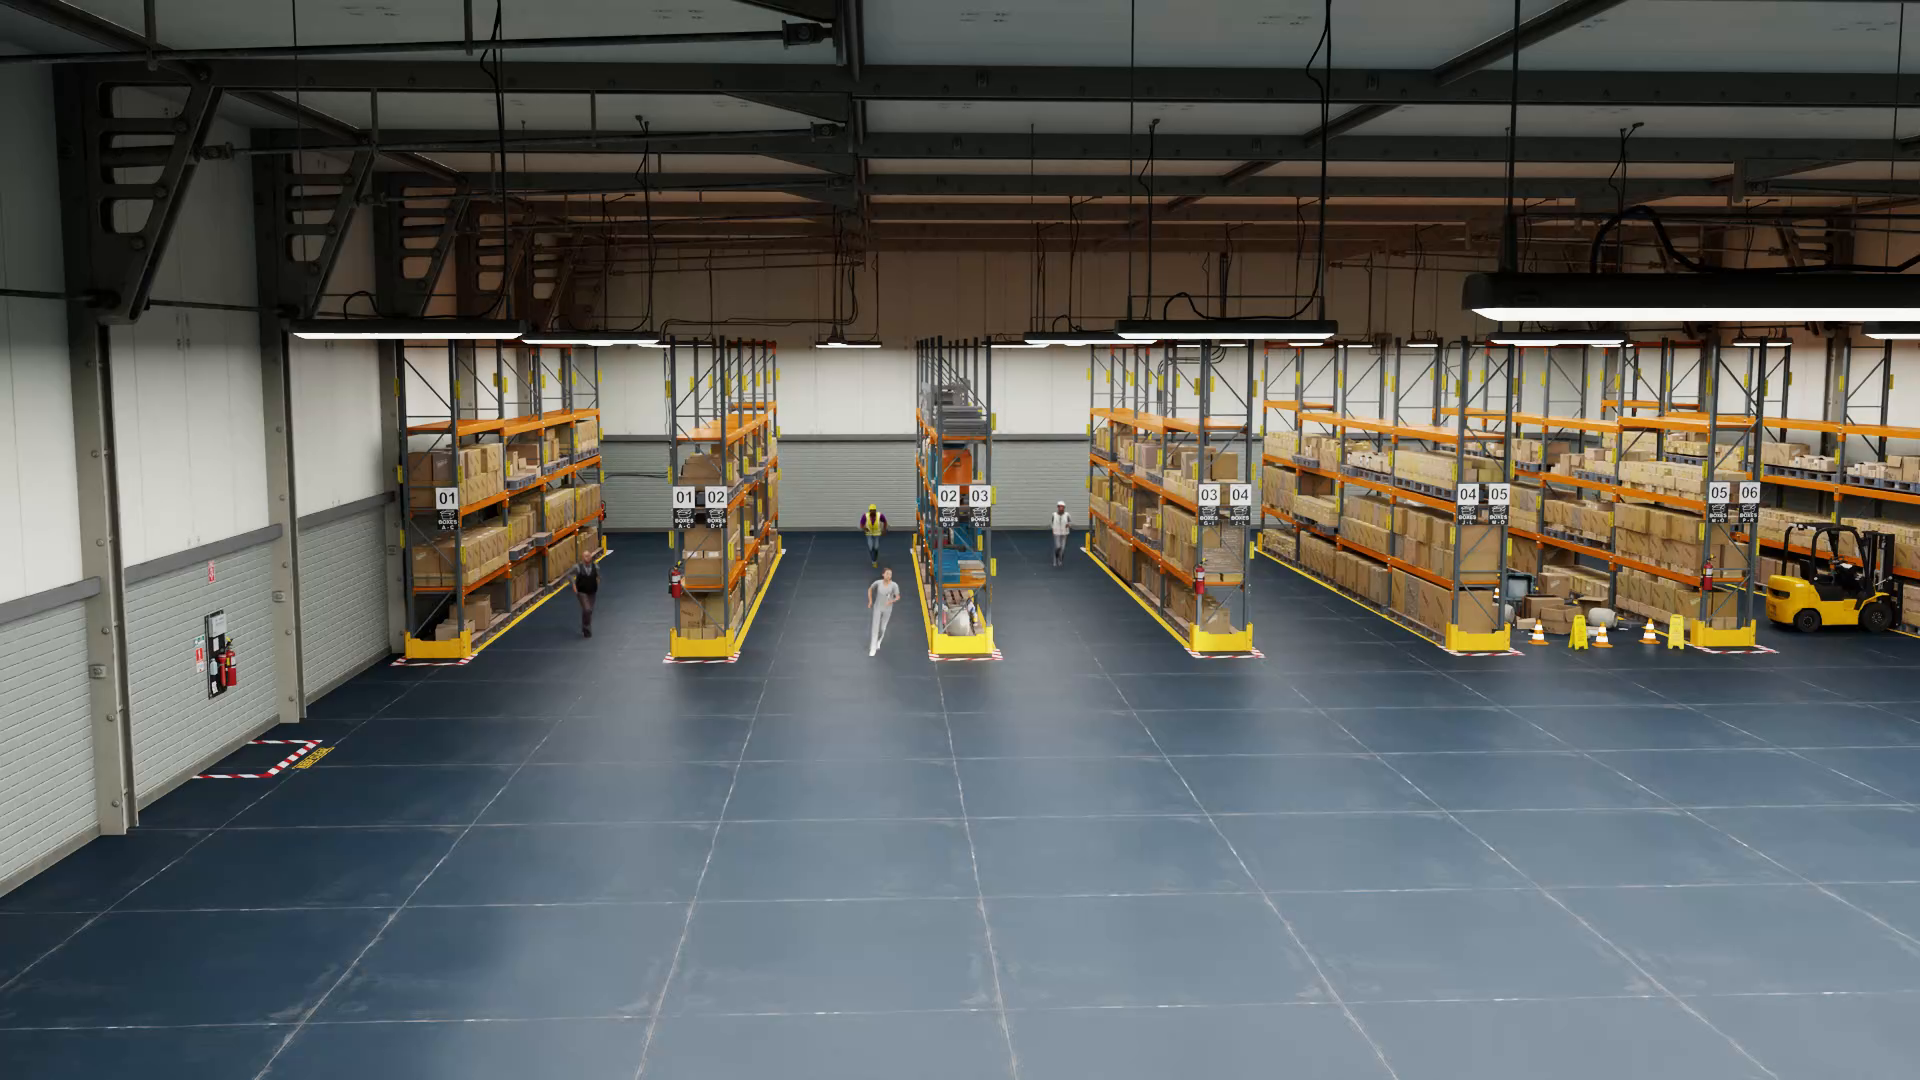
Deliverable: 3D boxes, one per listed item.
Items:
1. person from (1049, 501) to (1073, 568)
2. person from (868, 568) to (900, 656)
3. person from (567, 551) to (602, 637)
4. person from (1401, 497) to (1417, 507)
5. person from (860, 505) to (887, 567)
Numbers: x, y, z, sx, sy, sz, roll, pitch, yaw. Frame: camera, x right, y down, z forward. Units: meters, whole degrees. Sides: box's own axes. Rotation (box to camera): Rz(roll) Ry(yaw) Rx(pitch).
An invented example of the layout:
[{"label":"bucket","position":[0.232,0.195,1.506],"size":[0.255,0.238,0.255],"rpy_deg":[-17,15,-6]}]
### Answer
[{"label":"person","position":[2.688,-0.145,44.049],"size":[0.634,1.775,0.687],"rpy_deg":[0,6,1]},{"label":"person","position":[-1.437,1.324,31.515],"size":[0.598,1.634,0.919],"rpy_deg":[0,6,-3]},{"label":"person","position":[-7.513,1.096,33.433],"size":[0.657,1.754,0.797],"rpy_deg":[-4,8,-34]},{"label":"person","position":[13.340,-0.642,49.365],"size":[0.727,1.552,0.635],"rpy_deg":[1,7,9]},{"label":"person","position":[-2.297,-0.114,44.160],"size":[0.690,1.684,0.737],"rpy_deg":[0,6,1]}]
